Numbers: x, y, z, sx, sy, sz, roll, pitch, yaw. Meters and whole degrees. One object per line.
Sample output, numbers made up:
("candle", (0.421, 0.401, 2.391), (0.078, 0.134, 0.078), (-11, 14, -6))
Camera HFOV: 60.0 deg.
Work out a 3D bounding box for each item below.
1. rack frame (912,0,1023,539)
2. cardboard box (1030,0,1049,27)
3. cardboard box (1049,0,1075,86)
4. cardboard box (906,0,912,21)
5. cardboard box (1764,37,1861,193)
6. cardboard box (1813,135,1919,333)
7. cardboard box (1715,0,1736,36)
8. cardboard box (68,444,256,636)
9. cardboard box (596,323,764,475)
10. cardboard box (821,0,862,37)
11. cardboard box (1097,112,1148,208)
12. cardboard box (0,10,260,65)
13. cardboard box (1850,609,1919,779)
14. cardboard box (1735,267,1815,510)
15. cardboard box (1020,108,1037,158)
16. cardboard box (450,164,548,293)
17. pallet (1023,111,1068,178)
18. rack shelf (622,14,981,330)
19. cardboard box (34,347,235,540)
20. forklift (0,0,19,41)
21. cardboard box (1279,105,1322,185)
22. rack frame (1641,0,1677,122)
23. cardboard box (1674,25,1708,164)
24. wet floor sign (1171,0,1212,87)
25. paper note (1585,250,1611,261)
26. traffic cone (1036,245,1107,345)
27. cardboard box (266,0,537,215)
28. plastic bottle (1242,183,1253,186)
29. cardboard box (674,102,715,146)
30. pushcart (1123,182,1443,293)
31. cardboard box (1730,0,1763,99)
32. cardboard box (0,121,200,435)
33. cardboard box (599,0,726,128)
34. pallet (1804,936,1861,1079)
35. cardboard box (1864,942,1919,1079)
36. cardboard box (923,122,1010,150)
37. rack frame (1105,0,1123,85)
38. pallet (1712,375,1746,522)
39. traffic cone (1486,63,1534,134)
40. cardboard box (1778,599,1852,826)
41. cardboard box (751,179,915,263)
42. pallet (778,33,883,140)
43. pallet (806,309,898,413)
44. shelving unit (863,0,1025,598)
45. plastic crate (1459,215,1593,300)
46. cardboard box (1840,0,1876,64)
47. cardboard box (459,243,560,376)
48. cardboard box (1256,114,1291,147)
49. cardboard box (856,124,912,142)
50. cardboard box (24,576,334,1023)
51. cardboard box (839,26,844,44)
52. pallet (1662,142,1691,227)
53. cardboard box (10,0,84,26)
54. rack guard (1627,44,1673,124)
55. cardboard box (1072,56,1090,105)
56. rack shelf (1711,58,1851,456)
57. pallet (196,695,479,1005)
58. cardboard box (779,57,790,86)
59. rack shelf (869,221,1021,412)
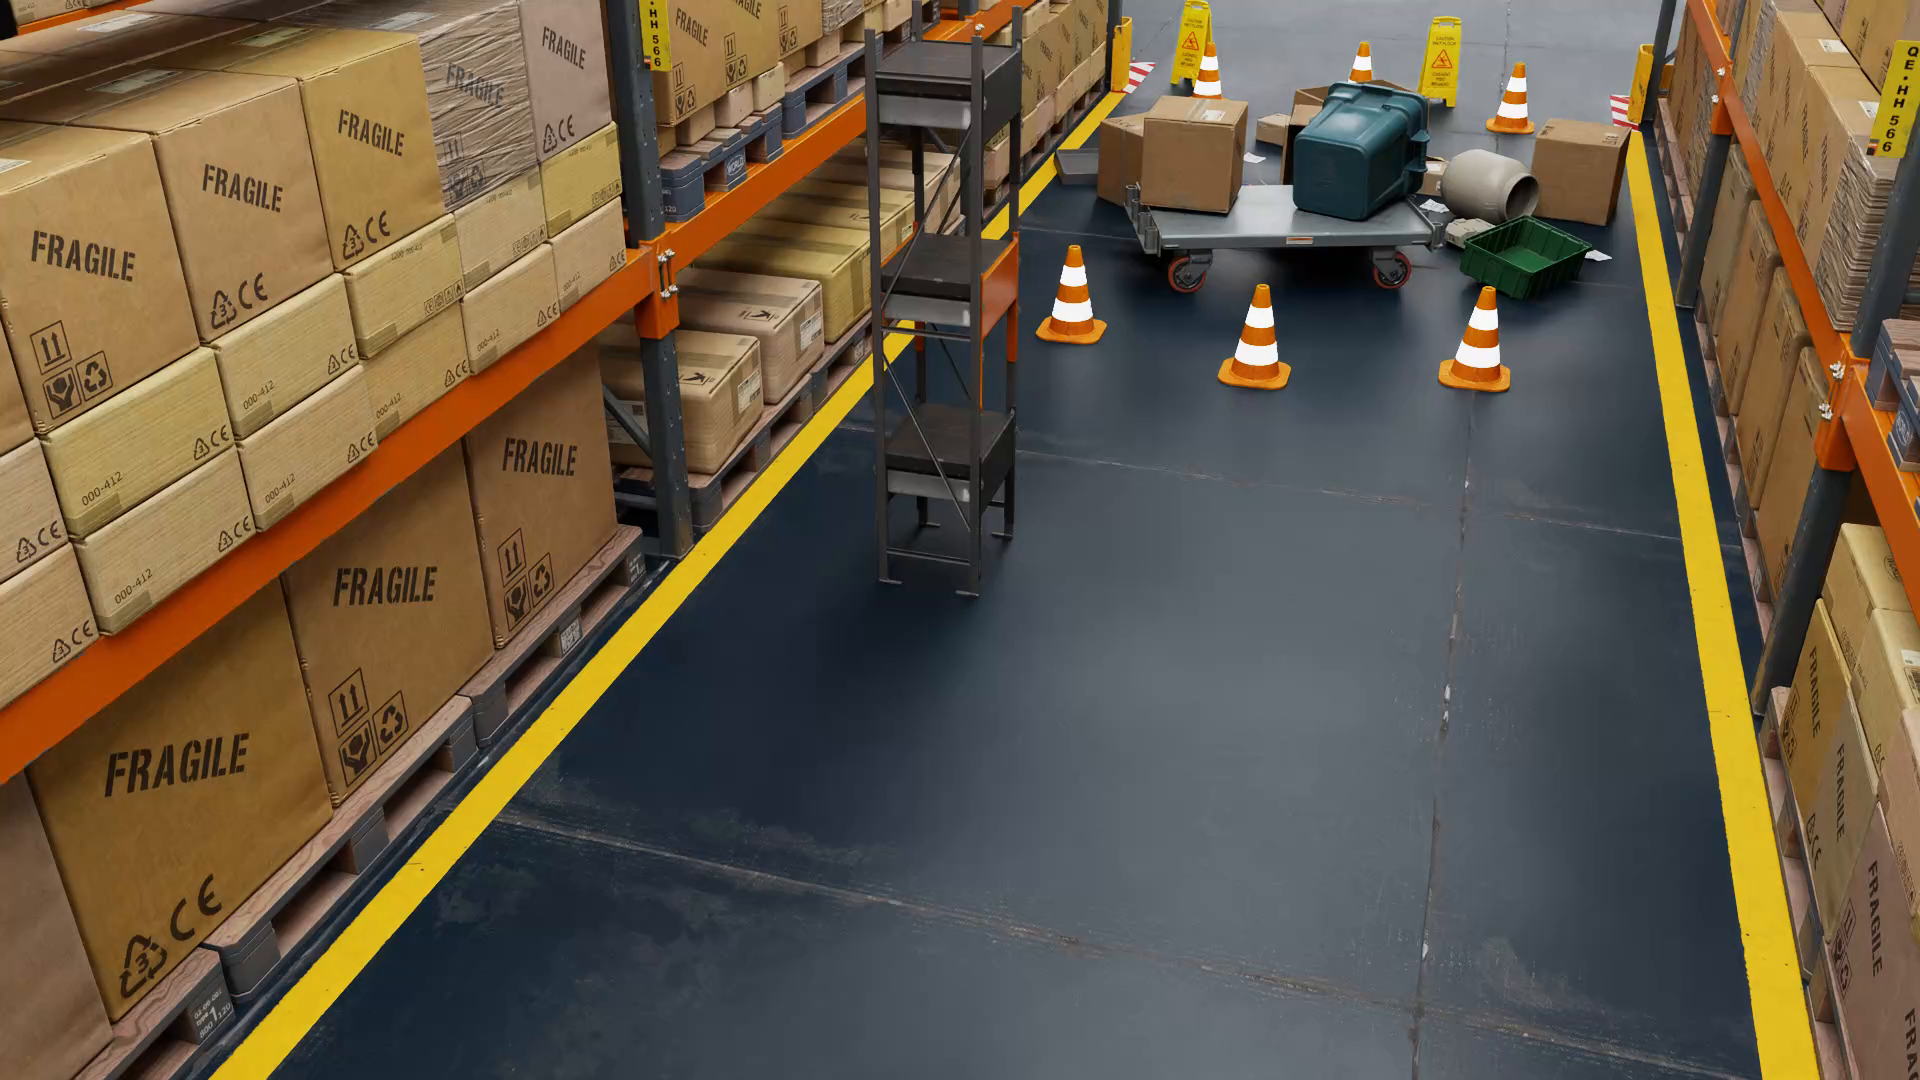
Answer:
("rack frame", (0.023, -0.954, 6.305), (0.400, 2.100, 0.015), (8, 30, 15))
("cardboard box", (0.360, -3.425, 10.779), (0.380, 0.149, 0.250), (10, 31, 18))
("cardboard box", (0.493, -3.464, 11.517), (0.500, 0.500, 0.500), (8, 30, 14))
("cardboard box", (-0.413, -2.732, 8.402), (0.380, 0.149, 0.250), (8, 30, 14))
("cardboard box", (3.514, -1.658, 6.541), (0.500, 0.500, 0.500), (9, 30, 16))
("cardboard box", (3.073, -0.955, 5.278), (0.500, 0.500, 0.500), (8, 30, 15))
("cardboard box", (4.608, -3.020, 8.939), (0.875, 0.550, 0.550), (8, 30, 15))
("cardboard box", (-2.041, -0.042, 3.894), (0.500, 0.250, 0.500), (8, 30, 14))
("cardboard box", (-1.389, -0.619, 7.049), (0.950, 0.372, 0.625), (6, 30, 11))
("cardboard box", (-0.761, -2.579, 7.459), (0.500, 0.500, 0.500), (7, 30, 13))
("cardboard box", (1.225, -2.394, 10.538), (0.500, 0.500, 0.500), (-17, 34, -28))
("cardboard box", (-2.246, -1.139, 4.581), (0.500, 0.500, 0.500), (9, 30, 16))
("cardboard box", (2.615, 0.439, 4.243), (0.500, 0.250, 0.500), (8, 30, 14))
("cardboard box", (3.715, -0.541, 6.519), (1.050, 0.750, 0.750), (9, 30, 16))
("cardboard box", (0.187, -2.649, 10.823), (0.500, 0.250, 0.500), (10, 31, 18))
("cardboard box", (-1.611, -0.976, 5.059), (0.500, 0.250, 0.500), (8, 30, 14))
("pallet", (0.129, -2.849, 11.655), (1.003, 0.211, 1.213), (8, 30, 15))
("rack shelf", (-0.977, -1.938, 7.888), (1.077, 0.370, 4.000), (8, 30, 15))
("cardboard box", (-2.040, -0.258, 3.769), (0.500, 0.250, 0.500), (9, 30, 16))
("forklift", (-3.556, -1.164, 5.828), (1.130, 2.935, 3.031), (0, 29, 1))
("cardboard box", (2.422, -2.396, 10.400), (0.797, 0.637, 0.503), (8, 30, 15))
("rack frame", (5.545, -4.381, 11.541), (1.000, 3.000, 0.127), (8, 30, 15))
("cardboard box", (5.153, -2.903, 10.636), (0.875, 0.875, 0.875), (8, 30, 14))
("wet floor sign", (1.862, -3.948, 13.183), (0.267, 0.644, 0.232), (20, 35, 32))
("paper note", (3.703, -1.667, 9.715), (0.147, 0.020, 0.142), (-12, 31, -20))
("traffic cone", (0.584, -1.297, 8.606), (0.336, 0.463, 0.334), (8, 30, 15))
("cardboard box", (-1.609, -1.286, 4.846), (0.500, 0.500, 0.500), (9, 30, 16))
("plastic bottle", (1.781, -2.230, 10.696), (0.133, 0.061, 0.283), (14, 32, 23))
("cardboard box", (-1.176, -1.648, 6.453), (0.380, 0.149, 0.250), (7, 30, 12))
("pushcart", (1.804, -1.734, 9.479), (1.648, 0.377, 0.936), (-1, 29, -3))
("cardboard box", (3.960, -2.360, 7.804), (0.500, 0.500, 0.500), (9, 30, 15))
("cardboard box", (-2.062, -0.581, 3.578), (0.500, 0.500, 0.500), (8, 30, 14))
("cardboard box", (-1.211, -1.856, 6.161), (0.500, 0.500, 0.500), (8, 30, 13))
("pallet", (2.607, 1.483, 3.867), (1.003, 0.211, 1.213), (8, 30, 15))
("cardboard box", (2.305, 1.248, 3.560), (0.500, 0.500, 0.500), (8, 30, 14))
("cardboard box", (0.041, -2.727, 10.192), (0.500, 0.500, 0.500), (10, 31, 17))
("rack frame", (0.784, -5.041, 12.726), (1.000, 3.000, 0.127), (8, 30, 15))
("pallet", (3.861, -0.366, 7.191), (1.003, 0.211, 1.213), (8, 30, 15))
("traffic cone", (4.032, -3.229, 12.078), (0.336, 0.463, 0.334), (8, 30, 15))
("cardboard box", (2.746, 0.537, 4.838), (0.500, 0.500, 0.500), (7, 30, 13))
("cardboard box", (-0.750, -1.638, 8.881), (0.950, 0.372, 0.625), (10, 31, 18))
("pallet", (-1.023, -2.165, 7.754), (1.003, 0.211, 1.213), (8, 30, 15))
("pallet", (-0.974, -1.033, 8.389), (1.003, 0.211, 1.213), (8, 30, 15))
("shelving unit", (-0.049, -0.841, 6.101), (0.431, 2.100, 0.503), (8, 30, 15))
("plastic crate", (3.170, -1.587, 9.350), (0.662, 0.188, 0.450), (-24, 47, -37))
("cardboard box", (3.784, -2.063, 6.242), (0.700, 0.500, 0.500), (8, 30, 14))
("cardboard box", (-1.600, -0.746, 5.159), (0.500, 0.250, 0.500), (9, 30, 16))
("cardboard box", (2.330, -2.898, 11.806), (0.250, 0.149, 0.380), (-24, 37, -37))
("cardboard box", (-0.473, -2.805, 10.331), (0.500, 0.500, 0.500), (8, 30, 14))
("cardboard box", (-2.375, 0.560, 4.411), (0.875, 0.875, 0.875), (9, 30, 16))
("cardboard box", (-0.766, -2.397, 7.800), (0.380, 0.149, 0.250), (7, 30, 13))
("pallet", (5.026, -2.215, 10.515), (1.003, 0.211, 1.213), (8, 30, 15))
("cardboard box", (-5.352, -3.091, 9.374), (0.500, 0.250, 0.500), (9, 30, 15))
("rack guard", (5.552, -3.300, 12.168), (1.175, 0.500, 0.348), (8, 30, 15))
("cardboard box", (0.644, -3.369, 12.117), (0.500, 0.250, 0.500), (9, 30, 15))
("rack shelf", (3.784, -1.279, 6.703), (1.077, 0.370, 4.000), (8, 30, 15))
("pallet", (-2.228, 0.816, 5.066), (1.003, 0.211, 1.213), (8, 30, 15))
("cardboard box", (-0.955, -2.017, 7.116), (0.380, 0.149, 0.250), (10, 31, 18))
("rack shelf", (-0.049, -0.829, 6.108), (0.431, 0.518, 0.480), (8, 30, 15))
